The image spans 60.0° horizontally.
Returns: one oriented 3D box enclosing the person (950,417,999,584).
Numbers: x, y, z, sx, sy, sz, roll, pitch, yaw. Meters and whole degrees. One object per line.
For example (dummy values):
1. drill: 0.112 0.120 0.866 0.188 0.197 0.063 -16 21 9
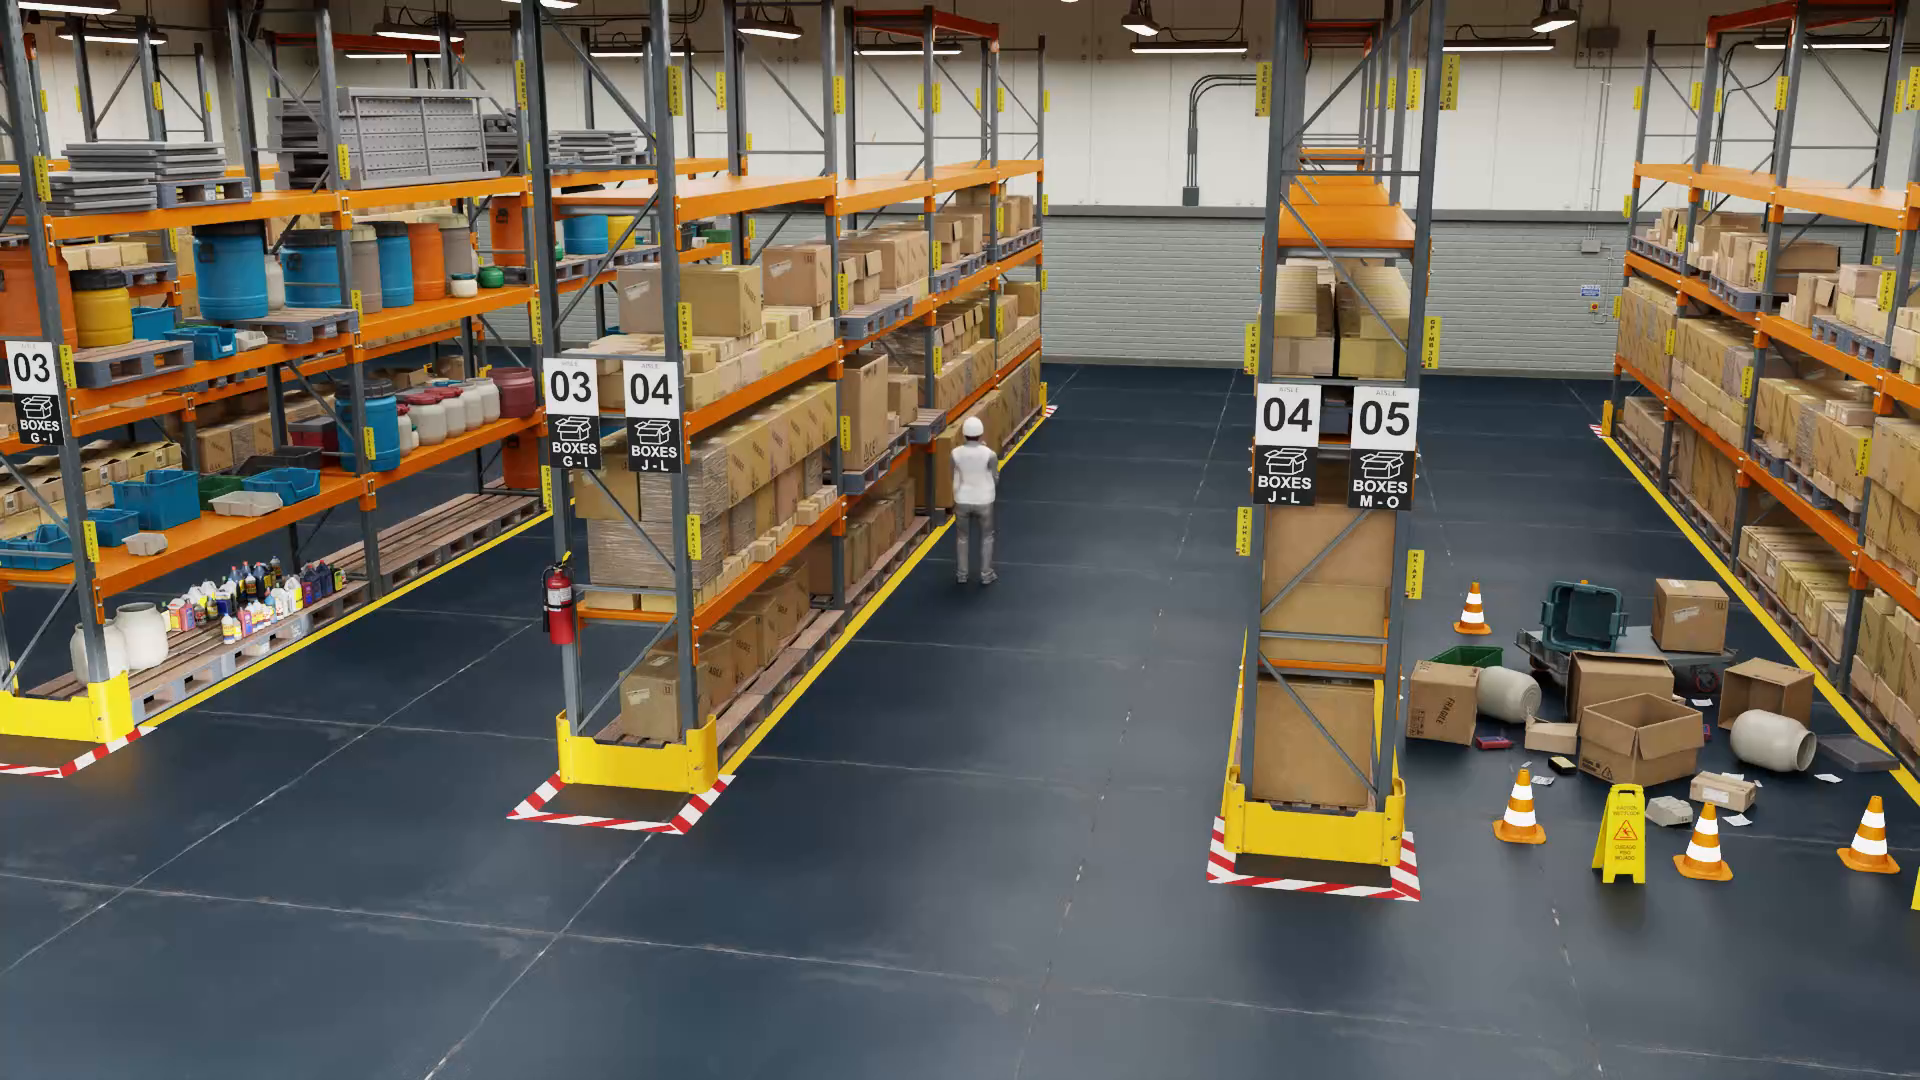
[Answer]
1. person: 0.159 -0.437 17.633 0.527 1.778 0.529 3 15 11
